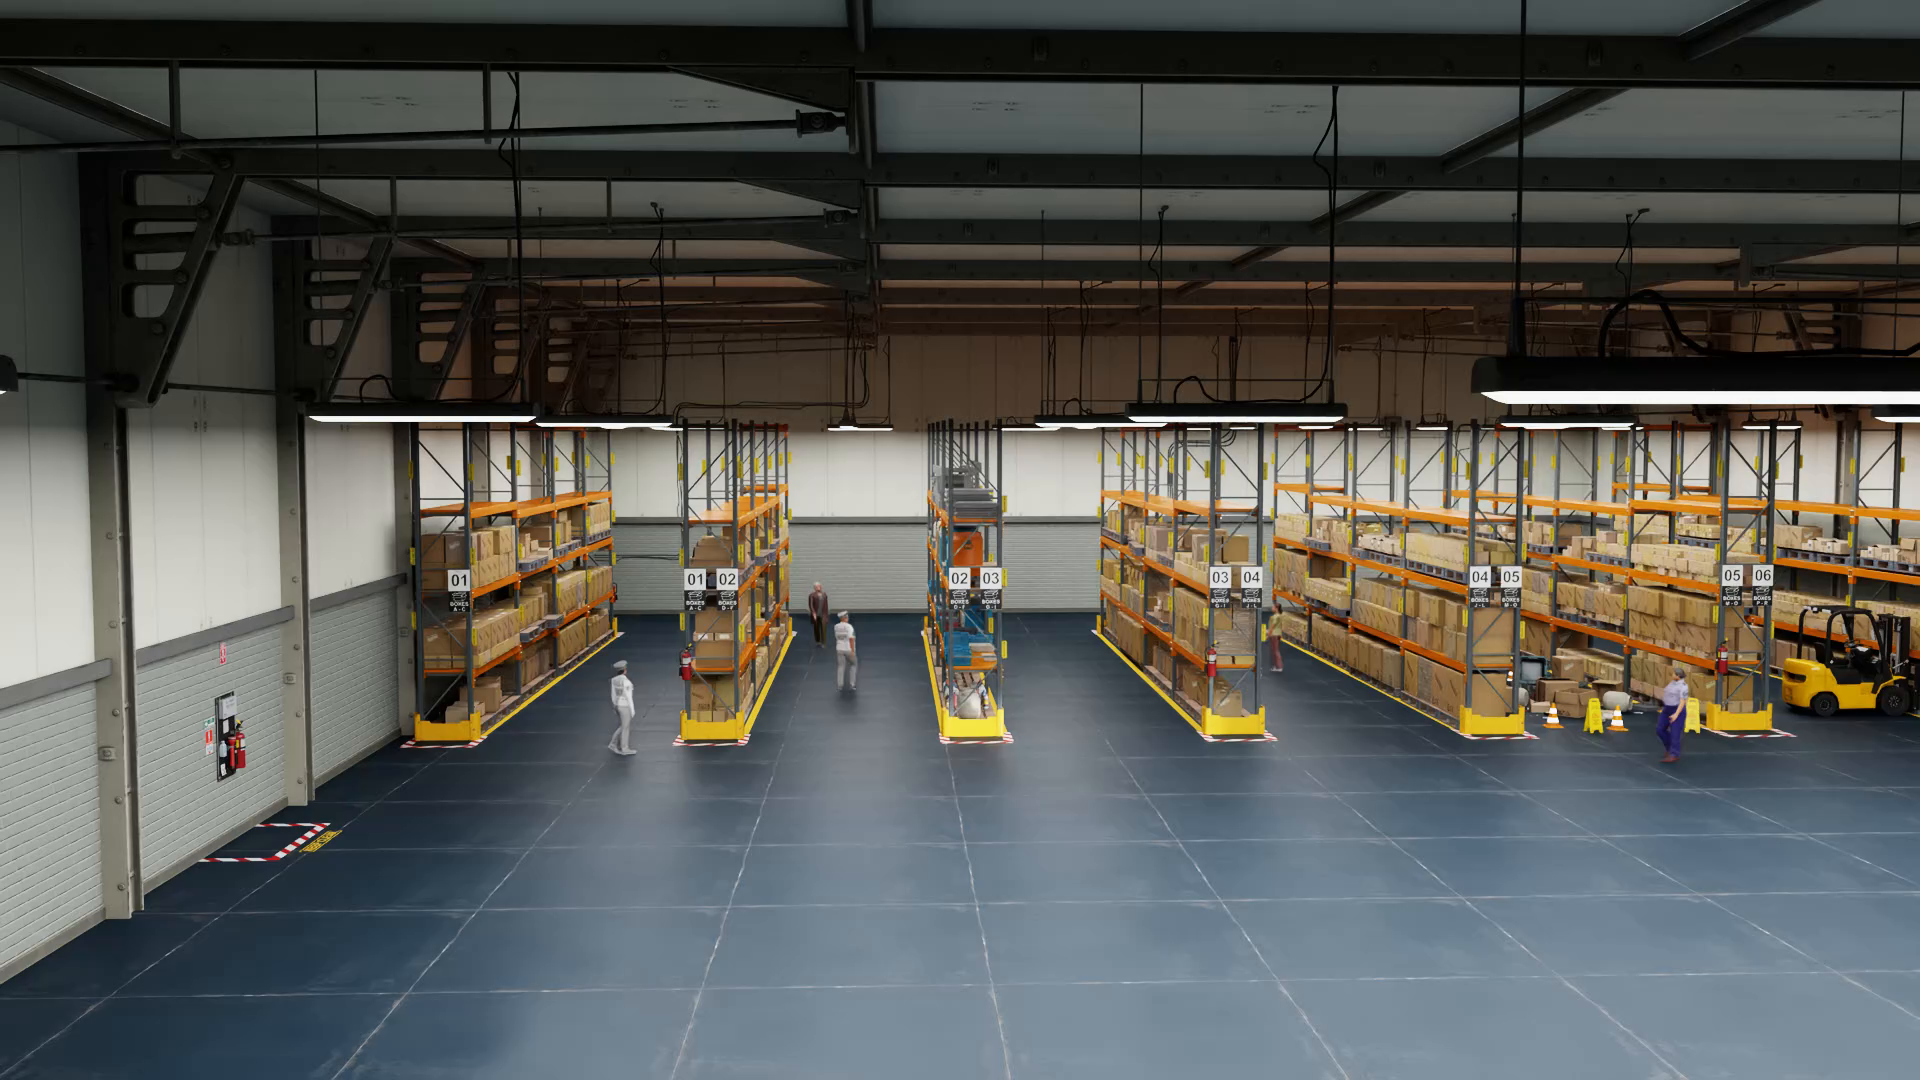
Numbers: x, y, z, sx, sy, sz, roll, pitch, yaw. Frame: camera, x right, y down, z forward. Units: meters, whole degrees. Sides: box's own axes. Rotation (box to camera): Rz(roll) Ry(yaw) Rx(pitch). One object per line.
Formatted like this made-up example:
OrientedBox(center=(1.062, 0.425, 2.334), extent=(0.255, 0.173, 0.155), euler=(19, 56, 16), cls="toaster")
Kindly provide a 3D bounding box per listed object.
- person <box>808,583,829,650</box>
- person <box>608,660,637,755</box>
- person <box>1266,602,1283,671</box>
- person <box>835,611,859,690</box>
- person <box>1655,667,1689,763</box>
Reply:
OrientedBox(center=(-3.722, 1.993, 43.802), extent=(0.542, 1.711, 1.045), euler=(0, 4, -4), cls="person")
OrientedBox(center=(-6.008, 2.988, 29.624), extent=(0.459, 1.687, 0.526), euler=(-2, 4, -29), cls="person")
OrientedBox(center=(7.550, 2.350, 39.928), extent=(0.493, 1.722, 0.530), euler=(-3, 5, -44), cls="person")
OrientedBox(center=(-2.538, 2.499, 37.070), extent=(0.531, 1.863, 0.567), euler=(1, 4, 22), cls="person")
OrientedBox(center=(12.435, 3.051, 29.062), extent=(0.486, 1.673, 0.553), euler=(-1, 4, -19), cls="person")
